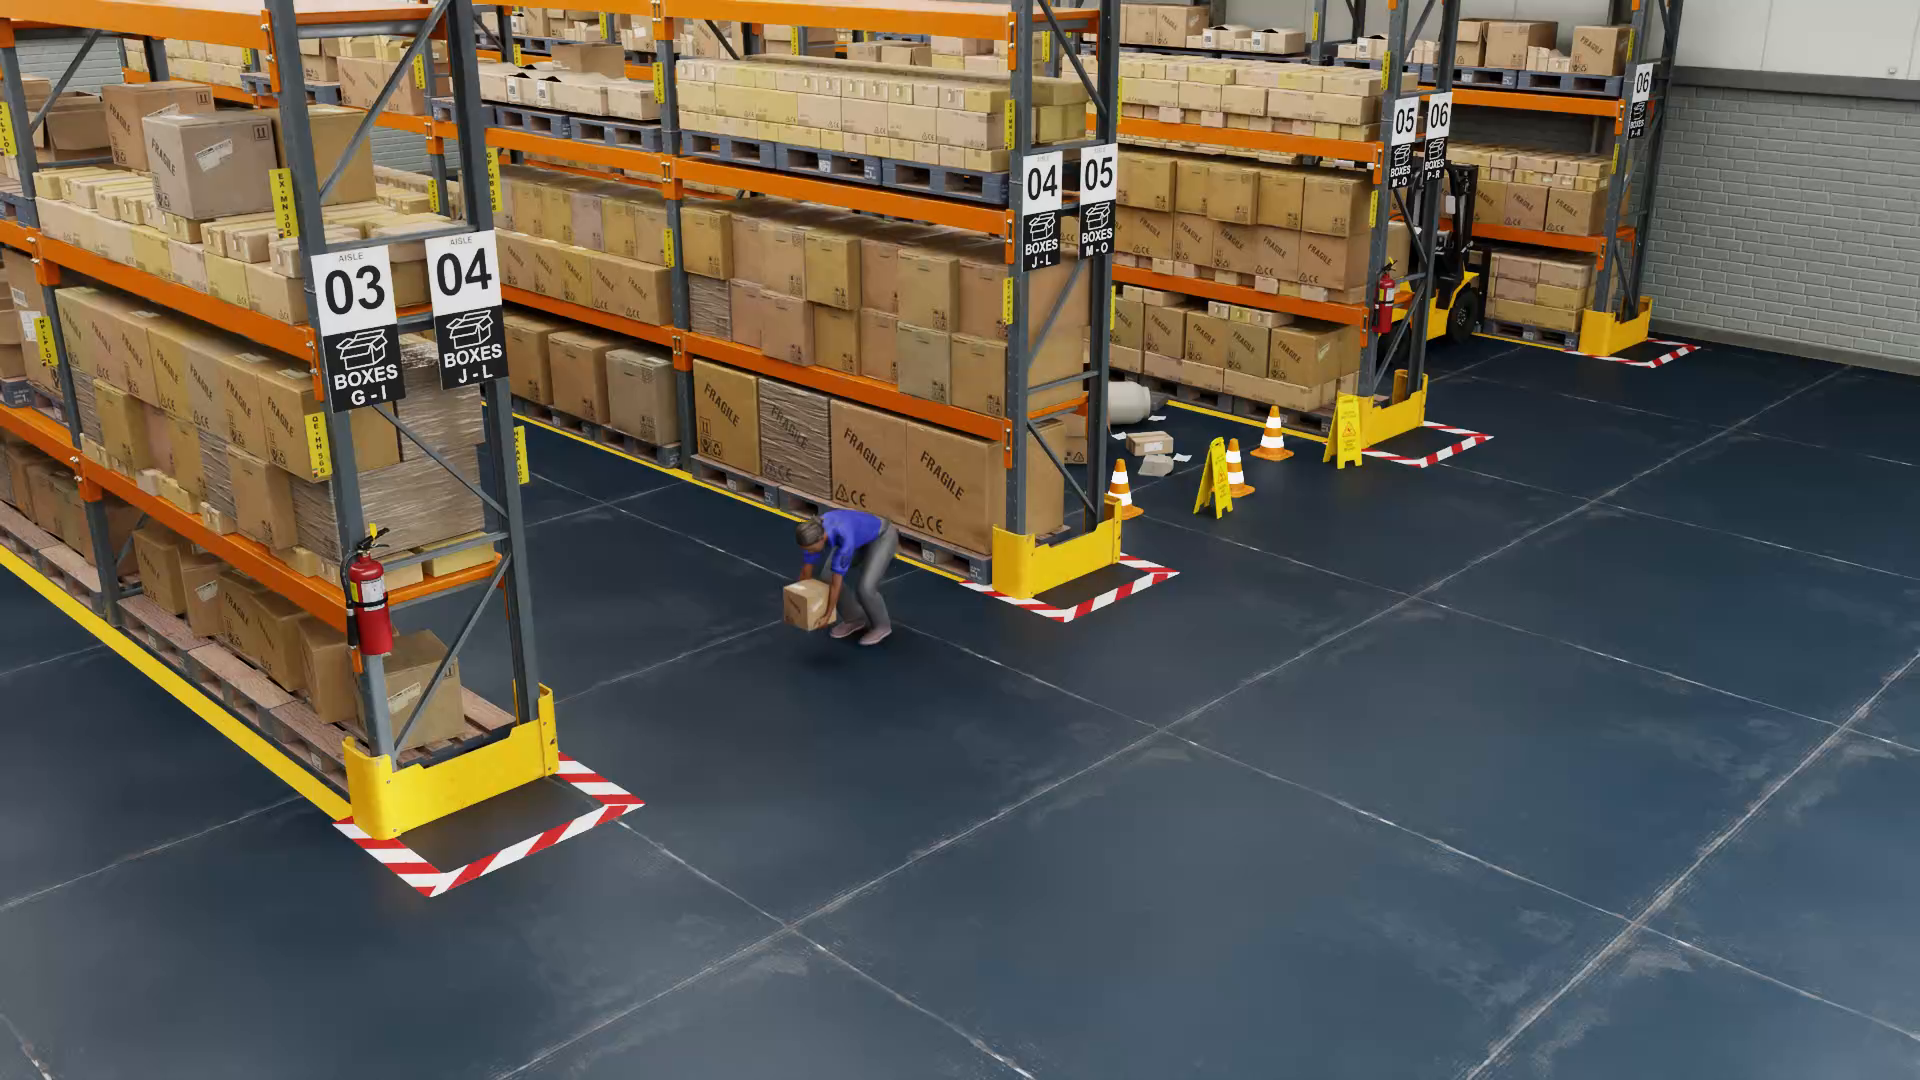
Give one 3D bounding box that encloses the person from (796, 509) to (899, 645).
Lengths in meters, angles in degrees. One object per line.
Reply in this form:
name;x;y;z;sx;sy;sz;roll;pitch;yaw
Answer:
person;-0.785;0.245;11.380;0.457;0.996;0.860;17;27;38
